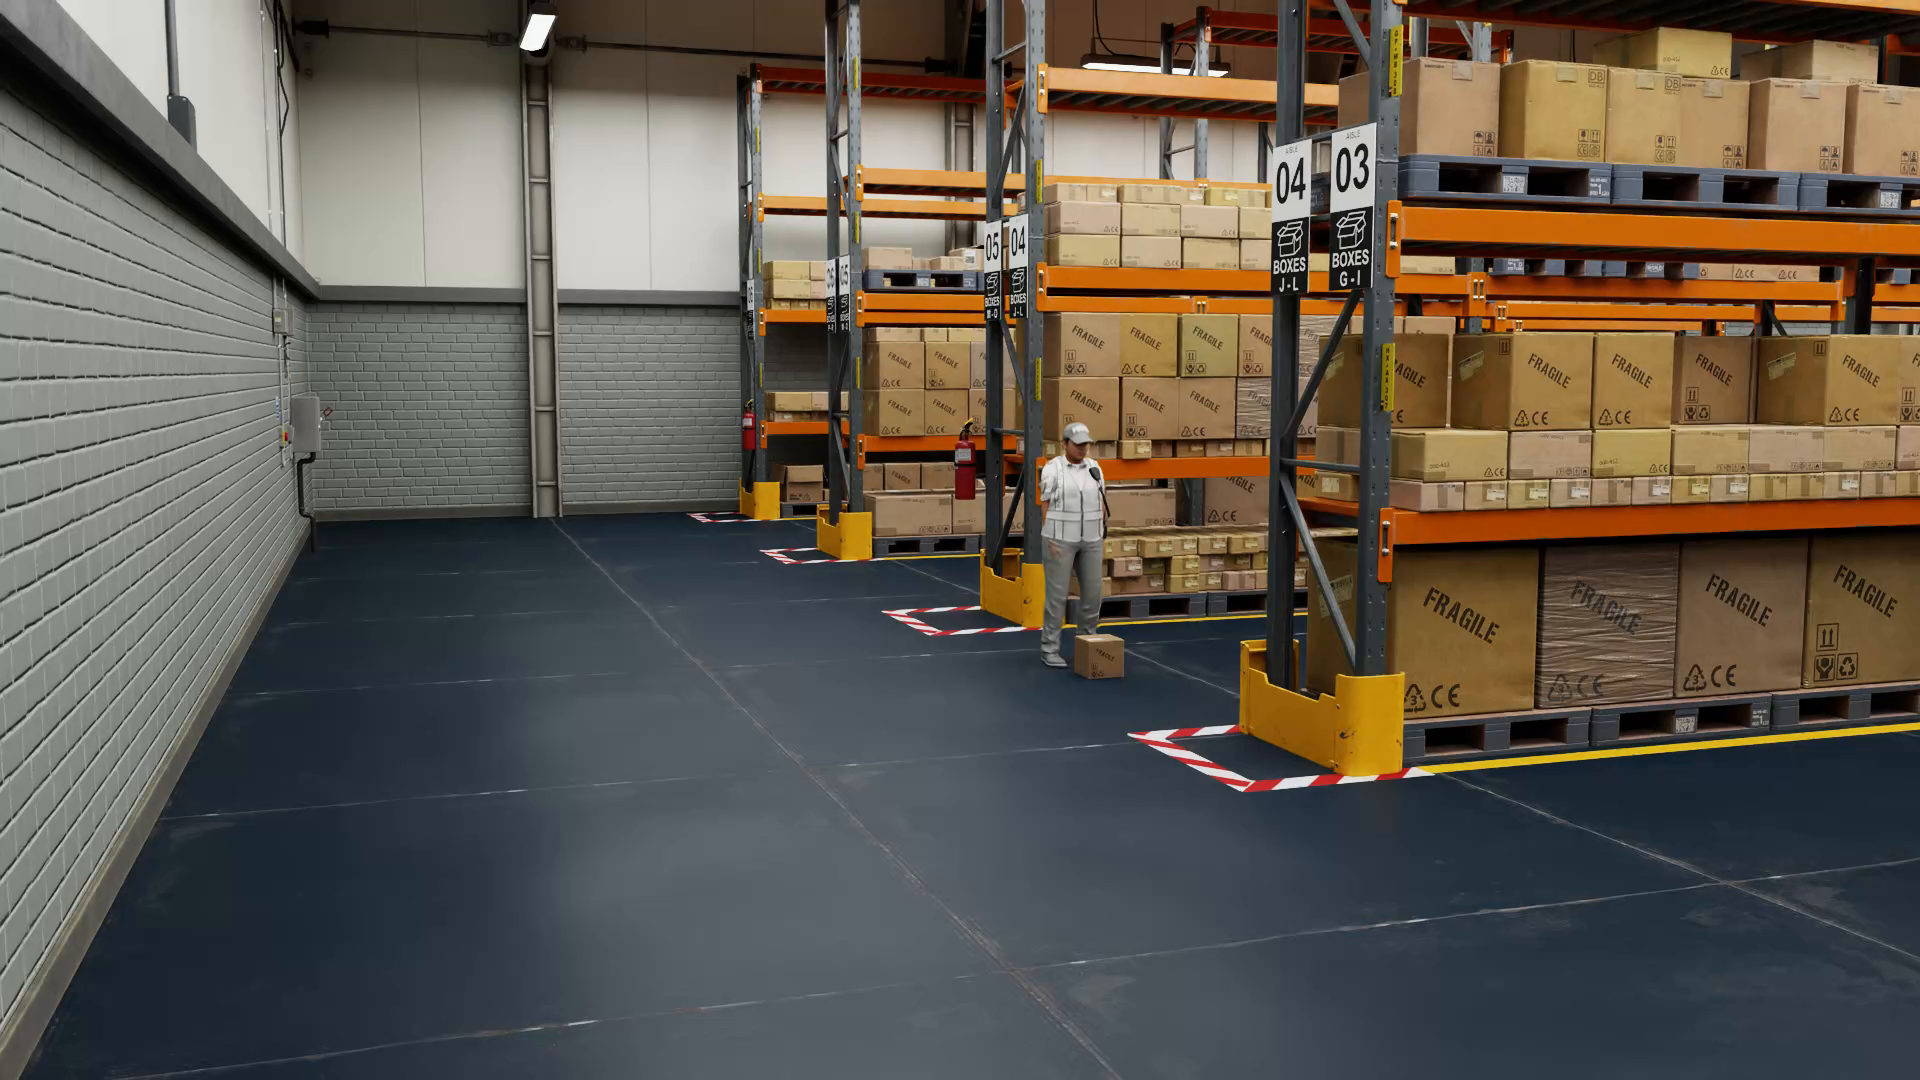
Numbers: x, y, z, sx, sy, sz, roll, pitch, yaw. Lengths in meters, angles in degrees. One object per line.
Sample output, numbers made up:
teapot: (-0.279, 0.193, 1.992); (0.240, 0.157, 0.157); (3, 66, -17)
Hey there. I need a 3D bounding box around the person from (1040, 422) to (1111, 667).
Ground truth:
person: (0.788, 0.028, 11.349); (0.469, 1.665, 0.390); (-2, 6, -17)
